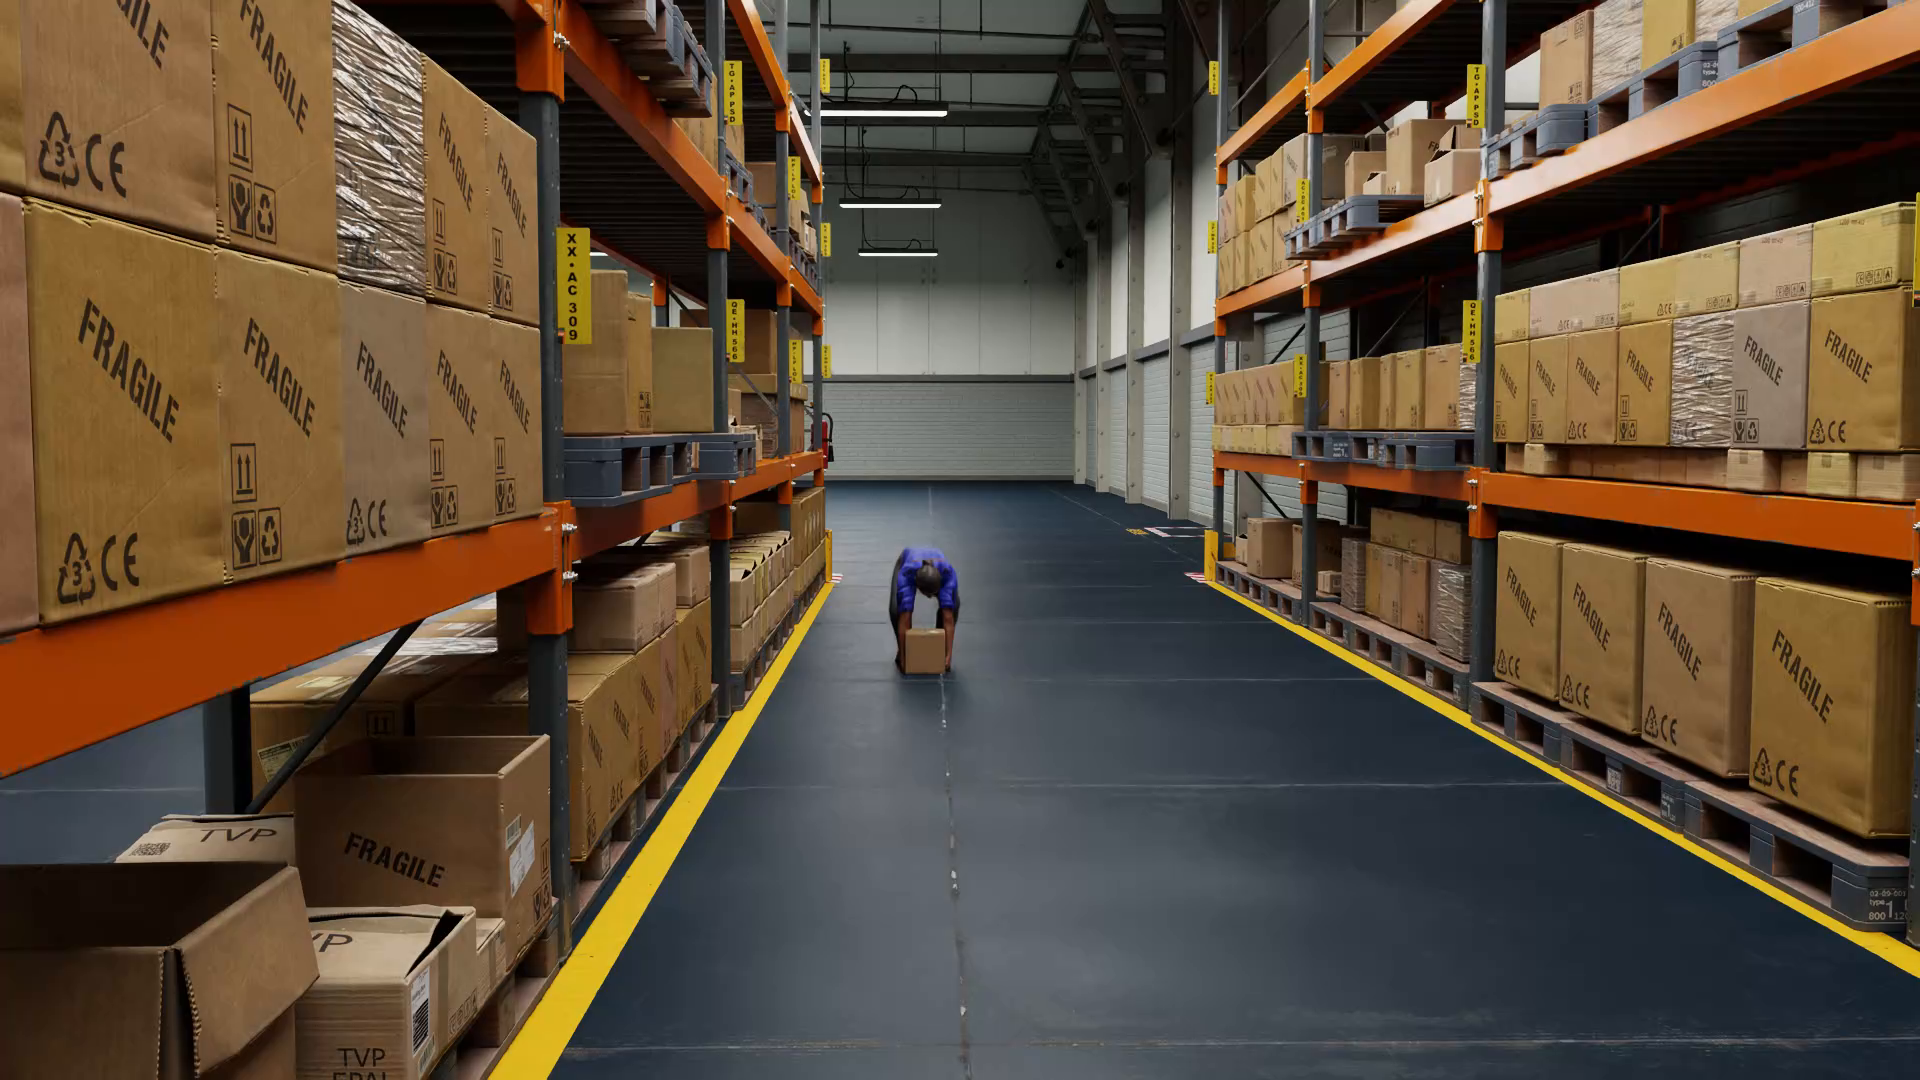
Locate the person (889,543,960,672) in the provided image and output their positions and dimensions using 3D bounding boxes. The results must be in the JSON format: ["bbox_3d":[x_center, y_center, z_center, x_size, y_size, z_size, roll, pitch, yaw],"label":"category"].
[{"bbox_3d":[-0.230,0.428,10.811,0.458,0.793,0.871,0,4,-3],"label":"person"}]
